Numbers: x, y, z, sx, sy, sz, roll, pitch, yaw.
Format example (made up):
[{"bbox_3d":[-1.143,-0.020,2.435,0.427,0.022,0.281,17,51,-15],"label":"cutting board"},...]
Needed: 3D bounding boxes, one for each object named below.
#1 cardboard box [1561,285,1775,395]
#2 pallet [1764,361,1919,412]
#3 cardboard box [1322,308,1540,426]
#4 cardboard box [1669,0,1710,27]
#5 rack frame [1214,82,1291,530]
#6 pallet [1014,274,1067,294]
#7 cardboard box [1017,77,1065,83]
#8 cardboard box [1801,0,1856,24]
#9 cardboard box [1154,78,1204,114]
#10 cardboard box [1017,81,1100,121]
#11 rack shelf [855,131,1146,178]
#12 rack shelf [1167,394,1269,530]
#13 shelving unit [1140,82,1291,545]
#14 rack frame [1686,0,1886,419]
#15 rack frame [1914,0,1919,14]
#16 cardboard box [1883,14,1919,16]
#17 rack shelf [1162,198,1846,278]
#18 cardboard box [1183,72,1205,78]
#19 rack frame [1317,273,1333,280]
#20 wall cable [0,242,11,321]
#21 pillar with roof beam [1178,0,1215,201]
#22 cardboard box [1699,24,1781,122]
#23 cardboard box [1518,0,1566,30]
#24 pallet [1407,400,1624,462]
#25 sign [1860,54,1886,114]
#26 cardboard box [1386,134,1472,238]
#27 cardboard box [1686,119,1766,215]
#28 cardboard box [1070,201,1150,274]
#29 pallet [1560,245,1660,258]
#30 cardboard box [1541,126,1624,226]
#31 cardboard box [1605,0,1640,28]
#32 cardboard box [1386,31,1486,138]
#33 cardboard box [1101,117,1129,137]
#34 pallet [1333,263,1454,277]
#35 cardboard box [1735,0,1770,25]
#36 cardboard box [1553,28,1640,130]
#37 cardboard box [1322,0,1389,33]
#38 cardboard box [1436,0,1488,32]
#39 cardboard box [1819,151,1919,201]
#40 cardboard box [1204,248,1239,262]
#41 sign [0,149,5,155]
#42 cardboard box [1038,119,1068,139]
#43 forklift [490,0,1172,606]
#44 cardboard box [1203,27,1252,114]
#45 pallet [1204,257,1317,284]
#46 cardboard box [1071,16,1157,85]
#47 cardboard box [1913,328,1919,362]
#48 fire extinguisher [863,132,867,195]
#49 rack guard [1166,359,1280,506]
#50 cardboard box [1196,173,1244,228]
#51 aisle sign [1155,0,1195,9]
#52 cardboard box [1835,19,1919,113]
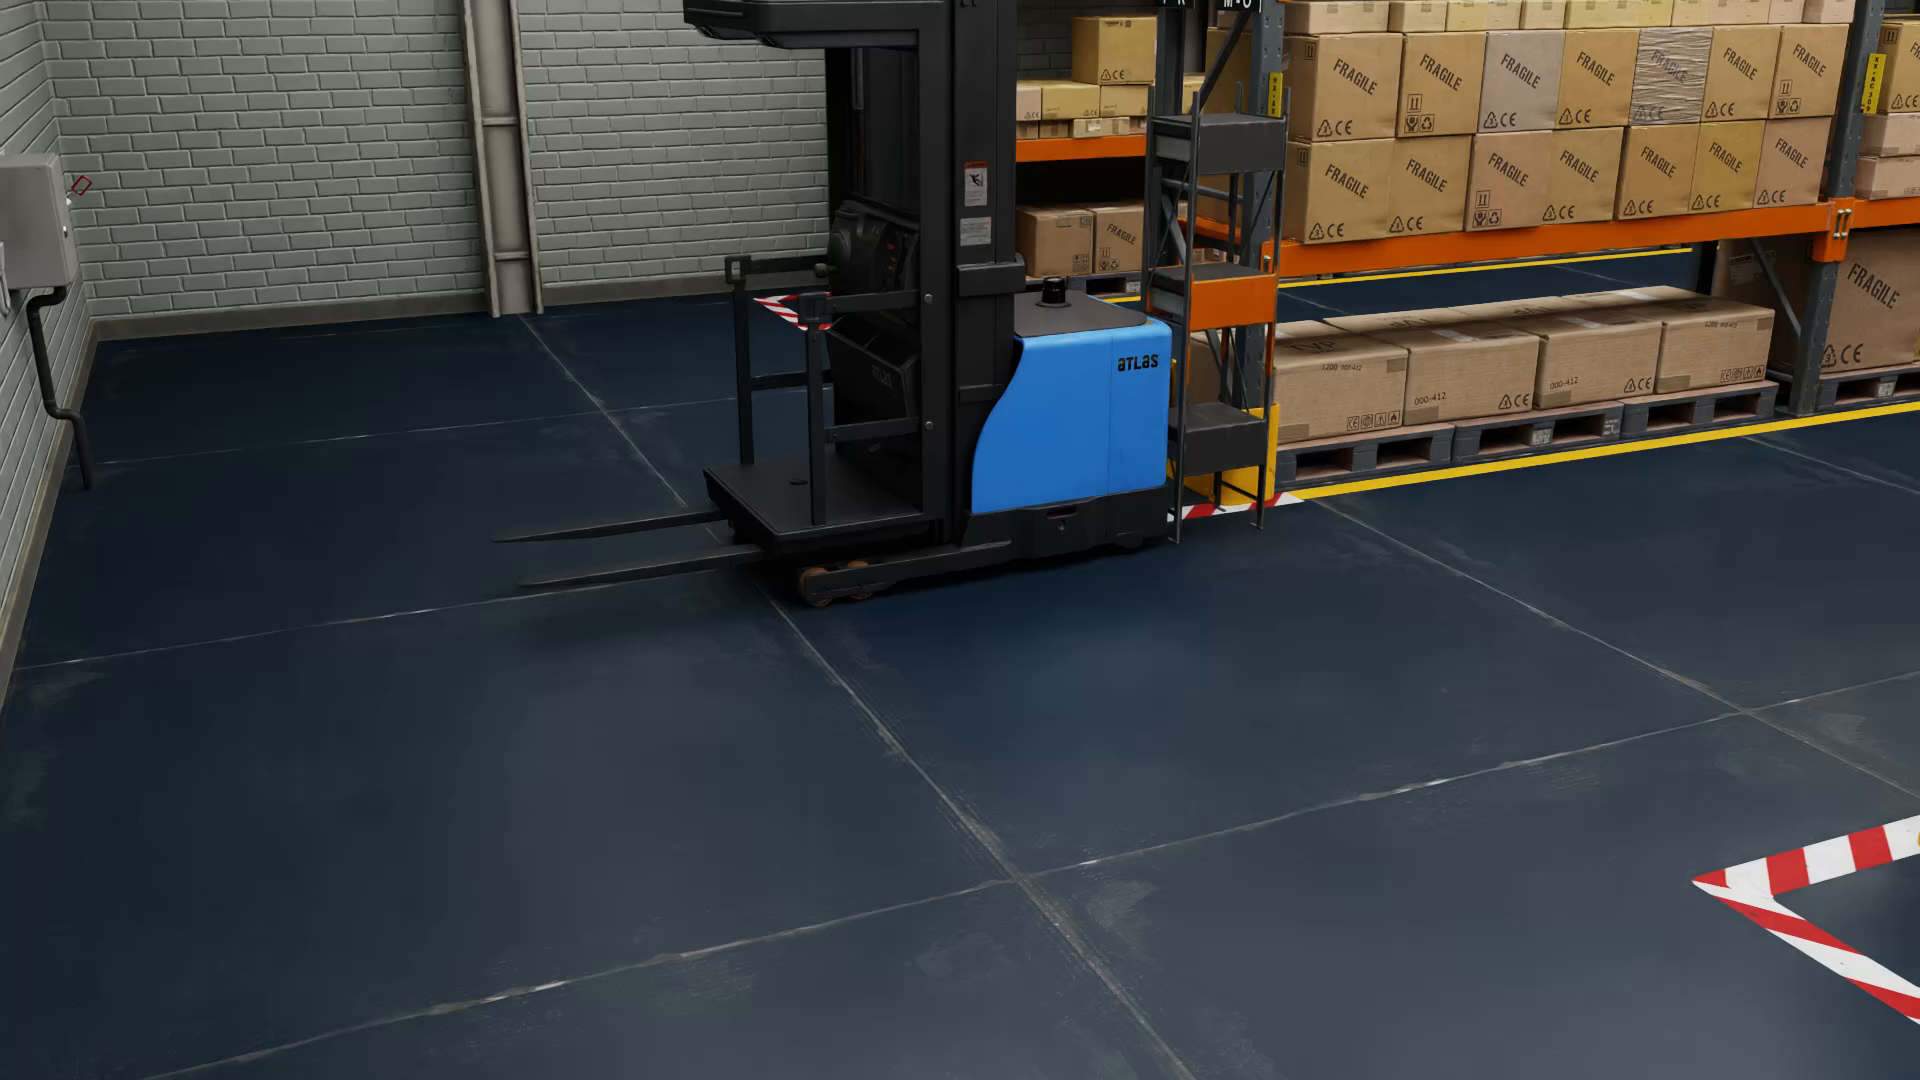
[{"bbox_3d":[4.339,-1.252,10.286,0.875,0.438,0.875,-8,21,-23],"label":"cardboard box"},{"bbox_3d":[5.637,-1.121,10.889,1.213,0.211,1.003,-8,21,-22],"label":"pallet"},{"bbox_3d":[2.689,-1.016,9.616,0.875,0.438,0.875,-8,21,-20],"label":"cardboard box"},{"bbox_3d":[3.842,-2.885,9.067,0.250,0.149,0.380,-8,21,-22],"label":"cardboard box"},{"bbox_3d":[1.392,-1.098,7.980,0.015,2.100,0.400,-9,21,-25],"label":"rack frame"},{"bbox_3d":[0.117,-2.099,13.666,1.213,0.211,1.003,-8,21,-22],"label":"pallet"},{"bbox_3d":[0.563,-3.641,13.625,0.500,0.250,0.500,-7,21,-20],"label":"cardboard box"},{"bbox_3d":[4.801,-2.999,9.391,0.250,0.149,0.380,-9,21,-23],"label":"cardboard box"},{"bbox_3d":[1.700,-3.621,13.569,0.500,0.250,0.500,-8,21,-22],"label":"cardboard box"},{"bbox_3d":[0.766,-3.480,13.168,0.500,0.250,0.500,-9,21,-23],"label":"cardboard box"},{"bbox_3d":[1.152,-3.223,13.742,4.000,0.370,1.077,-8,21,-22],"label":"rack shelf"},{"bbox_3d":[1.173,-0.390,8.115,0.480,0.518,0.431,-9,21,-25],"label":"rack shelf"},{"bbox_3d":[1.173,-1.063,7.878,0.503,2.100,0.431,-9,21,-25],"label":"shelving unit"},{"bbox_3d":[4.958,-2.312,10.072,0.127,3.000,1.000,-8,21,-22],"label":"rack frame"},{"bbox_3d":[10.334,-4.878,17.359,0.127,3.000,1.000,-8,21,-22],"label":"rack frame"},{"bbox_3d":[6.214,-3.097,10.646,0.500,0.500,0.500,-7,21,-20],"label":"cardboard box"},{"bbox_3d":[3.122,-1.710,9.444,4.000,0.370,1.077,-8,21,-22],"label":"rack shelf"},{"bbox_3d":[1.969,-3.844,14.201,0.500,0.250,0.500,-8,21,-22],"label":"cardboard box"},{"bbox_3d":[2.988,-3.825,14.370,0.127,3.000,1.000,-8,21,-22],"label":"rack frame"},{"bbox_3d":[-4.456,-1.947,7.506,0.122,1.984,0.588,-8,21,-22],"label":"wall cable"},{"bbox_3d":[3.697,-5.525,10.165,0.400,9.000,9.100,-8,21,-22],"label":"pillar with roof beam"},{"bbox_3d":[4.165,-2.620,9.291,0.500,0.500,0.500,-8,21,-23],"label":"cardboard box"},{"bbox_3d":[2.918,-2.739,8.652,0.250,0.149,0.380,-8,21,-21],"label":"cardboard box"},{"bbox_3d":[3.107,-0.759,9.859,1.213,0.211,1.003,-8,21,-22],"label":"pallet"},{"bbox_3d":[5.179,-2.589,9.435,0.005,0.325,0.100,-8,21,-22],"label":"sign"},{"bbox_3d":[2.293,-1.884,8.705,0.500,0.500,0.500,-8,21,-23],"label":"cardboard box"},{"bbox_3d":[4.163,-2.151,9.464,0.500,0.500,0.500,-9,21,-23],"label":"cardboard box"},{"bbox_3d":[1.240,-2.509,13.764,0.500,0.500,0.500,-8,21,-21],"label":"cardboard box"},{"bbox_3d":[5.961,-2.949,16.081,1.213,0.211,1.003,-8,21,-22],"label":"pallet"},{"bbox_3d":[3.221,-2.016,9.081,0.500,0.500,0.500,-7,21,-20],"label":"cardboard box"},{"bbox_3d":[3.383,-2.813,8.863,0.250,0.149,0.380,-8,21,-22],"label":"cardboard box"},{"bbox_3d":[2.310,-2.351,8.527,0.500,0.500,0.500,-9,21,-23],"label":"cardboard box"},{"bbox_3d":[1.162,-3.335,13.356,0.250,0.149,0.380,-8,21,-21],"label":"cardboard box"},{"bbox_3d":[3.720,-2.628,15.170,1.213,0.211,1.003,-8,21,-22],"label":"pallet"},{"bbox_3d":[4.283,-2.968,9.302,0.250,0.149,0.380,-8,21,-22],"label":"cardboard box"},{"bbox_3d":[3.238,-2.487,8.913,0.500,0.500,0.500,-8,21,-22],"label":"cardboard box"},{"bbox_3d":[1.933,-2.629,8.340,0.250,0.149,0.380,-8,21,-21],"label":"cardboard box"},{"bbox_3d":[2.452,-2.668,8.451,0.250,0.149,0.380,-9,21,-24],"label":"cardboard box"},{"bbox_3d":[5.467,-2.219,10.033,0.500,0.250,0.500,-9,21,-23],"label":"cardboard box"},{"bbox_3d":[2.265,-2.524,14.158,0.258,0.266,0.396,-7,21,-20],"label":"cardboard box"},{"bbox_3d":[-4.967,-1.775,8.691,0.001,0.494,0.329,-8,21,-22],"label":"sign"},{"bbox_3d":[0.667,-3.284,13.211,0.250,0.149,0.380,-8,21,-21],"label":"cardboard box"},{"bbox_3d":[-0.572,-1.295,7.286,3.031,2.935,1.130,-9,21,-23],"label":"forklift"},{"bbox_3d":[1.634,-2.441,8.781,0.500,0.500,0.500,-7,21,-20],"label":"cardboard box"},{"bbox_3d":[2.357,-2.420,14.577,1.213,0.211,1.003,-8,21,-22],"label":"pallet"},{"bbox_3d":[1.216,-3.897,13.223,0.500,0.500,0.500,-8,21,-21],"label":"cardboard box"},{"bbox_3d":[6.322,-1.735,11.000,0.875,0.875,0.875,-8,21,-20],"label":"cardboard box"},{"bbox_3d":[-0.636,-2.926,12.495,0.183,0.674,0.296,-8,21,-22],"label":"fire extinguisher"},{"bbox_3d":[1.263,-0.604,8.984,0.348,0.500,1.175,-8,21,-22],"label":"rack guard"},{"bbox_3d":[1.623,-1.977,8.970,0.500,0.500,0.500,-8,21,-22],"label":"cardboard box"},{"bbox_3d":[1.096,-3.097,8.388,0.004,0.787,0.394,-8,21,-22],"label":"aisle sign"},{"bbox_3d":[5.476,-2.801,9.805,0.500,0.500,0.500,-8,21,-21],"label":"cardboard box"}]
